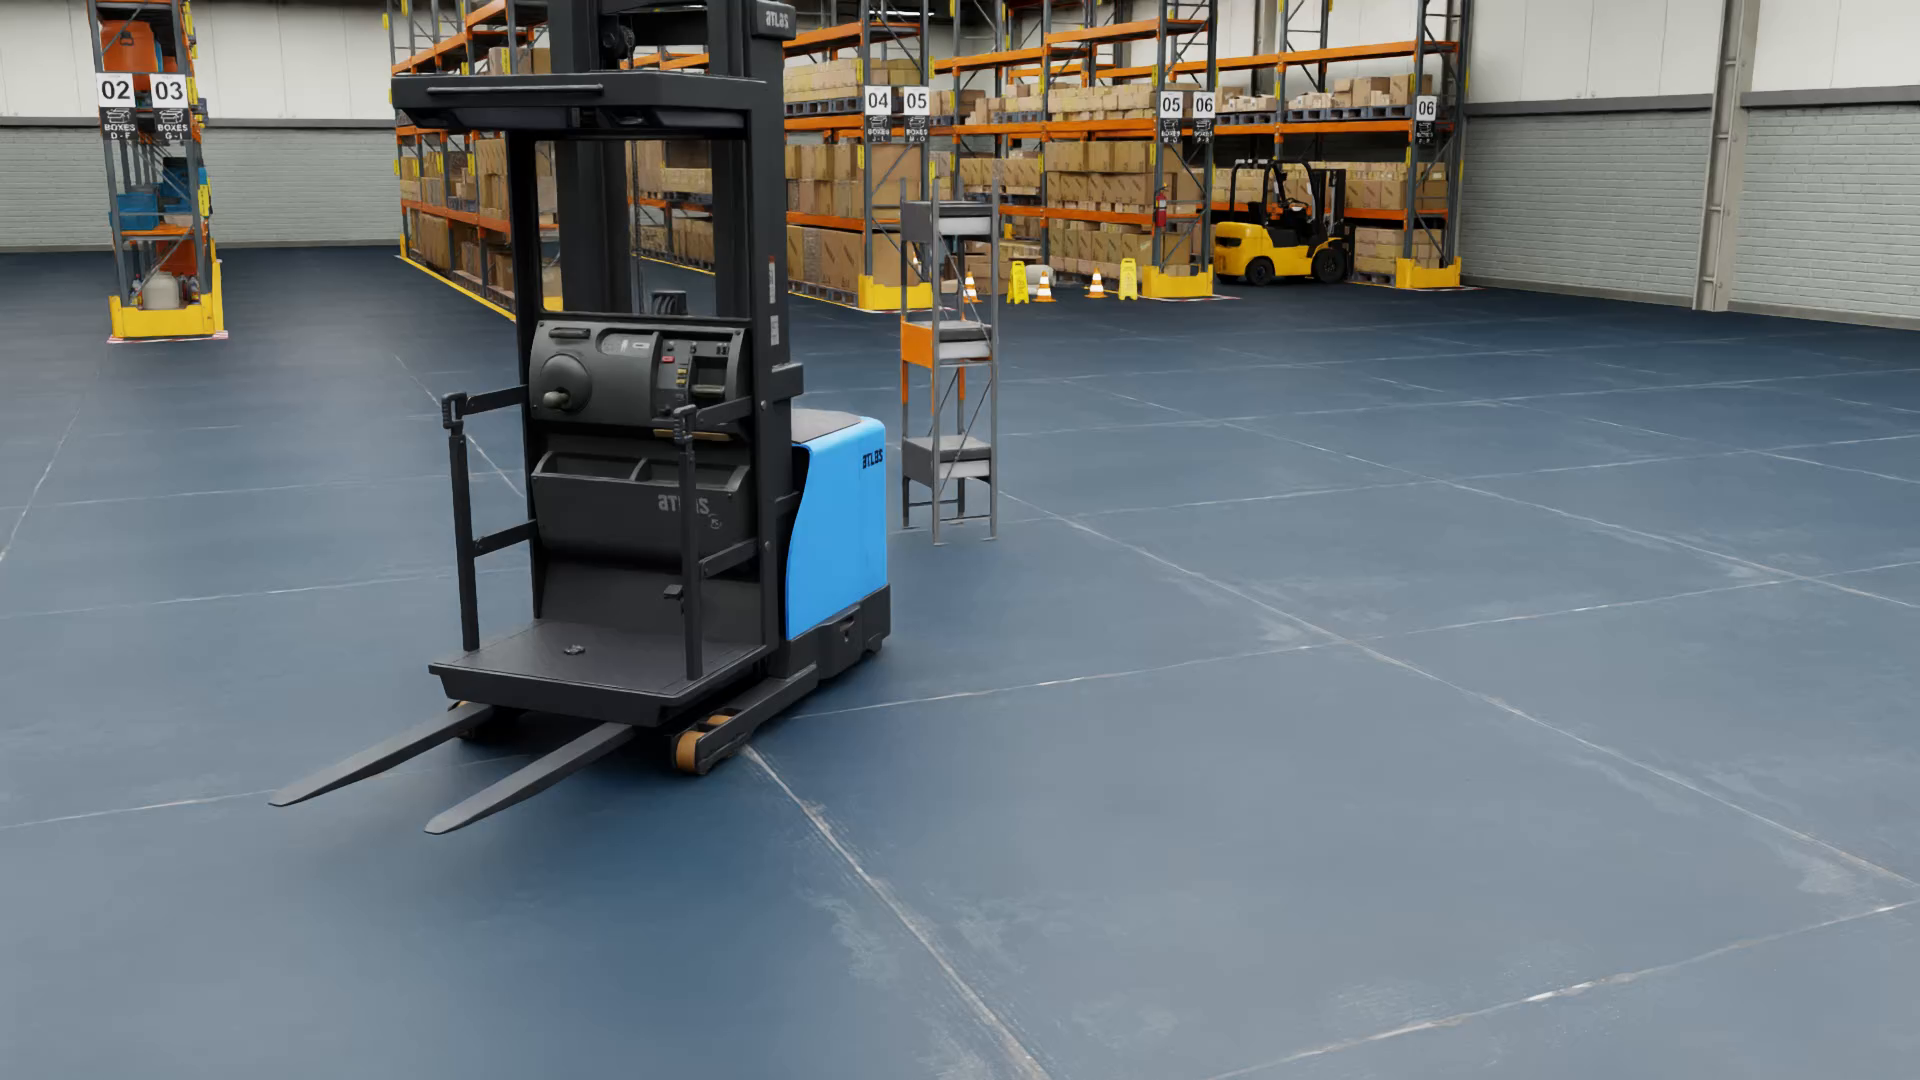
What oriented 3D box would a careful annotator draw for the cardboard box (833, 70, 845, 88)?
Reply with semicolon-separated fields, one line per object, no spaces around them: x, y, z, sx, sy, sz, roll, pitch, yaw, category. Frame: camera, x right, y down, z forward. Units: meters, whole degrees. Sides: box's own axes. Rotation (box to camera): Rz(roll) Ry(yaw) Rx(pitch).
-1.587;-6.911;24.947;0.500;0.250;0.500;-6;14;-23;cardboard box

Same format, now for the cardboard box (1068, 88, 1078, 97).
2.094;-7.710;28.665;0.380;0.149;0.250;-6;14;-23;cardboard box

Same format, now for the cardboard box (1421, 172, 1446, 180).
8.208;-6.321;28.868;0.380;0.149;0.250;-6;14;-24;cardboard box

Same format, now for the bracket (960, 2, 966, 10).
0.002;-15.026;46.855;0.235;0.232;0.430;-6;14;-23;bracket

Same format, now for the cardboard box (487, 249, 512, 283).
-7.349;-4.470;27.100;0.700;0.500;0.500;-7;15;-27;cardboard box

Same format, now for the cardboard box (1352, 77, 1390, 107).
7.387;-7.916;29.394;0.700;0.500;0.500;-6;14;-23;cardboard box

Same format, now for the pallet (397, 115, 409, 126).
-11.623;-9.090;36.037;1.003;0.211;1.213;-6;14;-23;pallet

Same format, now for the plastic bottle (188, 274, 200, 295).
-10.933;-3.608;23.705;0.144;0.351;0.185;-6;14;-23;plastic bottle

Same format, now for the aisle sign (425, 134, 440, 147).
-11.684;-9.133;36.911;0.394;0.787;0.004;-6;14;-23;aisle sign

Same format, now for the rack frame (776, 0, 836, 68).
-2.538;-8.695;27.480;1.000;3.000;0.127;-6;14;-23;rack frame

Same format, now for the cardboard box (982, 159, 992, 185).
0.757;-7.135;32.231;0.500;0.500;0.500;-5;14;-22;cardboard box

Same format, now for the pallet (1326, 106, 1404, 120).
7.354;-7.682;29.952;1.003;0.211;1.213;-6;14;-23;pallet

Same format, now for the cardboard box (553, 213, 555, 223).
-5.499;-4.530;23.347;0.380;0.149;0.250;-6;14;-23;cardboard box

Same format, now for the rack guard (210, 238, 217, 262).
-16.489;-6.163;35.389;1.175;0.500;0.348;-6;14;-23;rack guard

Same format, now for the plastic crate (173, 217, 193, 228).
-10.122;-4.157;21.762;0.298;0.136;0.250;-6;14;-23;plastic crate

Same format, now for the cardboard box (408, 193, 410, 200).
-11.472;-7.281;35.233;0.380;0.149;0.250;-6;14;-24;cardboard box

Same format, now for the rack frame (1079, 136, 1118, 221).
3.299;-8.342;39.261;1.000;3.000;0.127;-6;14;-23;rack frame

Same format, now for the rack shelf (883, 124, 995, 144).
-0.446;-8.591;35.278;1.077;0.370;4.000;-6;14;-23;rack shelf

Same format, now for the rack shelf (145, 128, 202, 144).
-15.667;-8.074;33.048;1.077;0.370;4.000;-6;14;-23;rack shelf

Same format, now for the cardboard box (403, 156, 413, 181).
-11.571;-7.928;35.482;0.500;0.500;0.500;-6;14;-24;cardboard box

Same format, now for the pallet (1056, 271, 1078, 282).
2.259;-4.746;29.907;1.003;0.211;1.213;-6;14;-23;pallet

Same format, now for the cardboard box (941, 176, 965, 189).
-0.072;-7.314;34.043;0.500;0.250;0.500;-6;14;-23;cardboard box

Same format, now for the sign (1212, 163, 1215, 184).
4.057;-5.884;26.722;0.100;0.325;0.005;-6;14;-23;sign

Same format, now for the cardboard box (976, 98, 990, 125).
0.726;-8.380;32.550;0.700;0.500;0.500;-6;14;-23;cardboard box

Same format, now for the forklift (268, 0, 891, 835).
-1.333;-0.667;6.250;1.130;2.935;3.031;5;14;21;forklift

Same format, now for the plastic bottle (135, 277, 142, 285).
-11.472;-3.490;23.197;0.144;0.351;0.185;-6;14;-23;plastic bottle

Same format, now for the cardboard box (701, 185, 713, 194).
-4.759;-6.741;31.969;0.380;0.149;0.250;-5;14;-22;cardboard box

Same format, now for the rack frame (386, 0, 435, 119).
-11.930;-10.747;36.347;1.000;3.000;0.127;-6;14;-23;rack frame

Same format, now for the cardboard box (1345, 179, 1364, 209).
7.264;-6.203;29.798;0.500;0.500;0.500;-6;14;-24;cardboard box

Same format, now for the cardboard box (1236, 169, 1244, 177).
5.720;-7.314;33.157;0.380;0.149;0.250;-6;14;-24;cardboard box

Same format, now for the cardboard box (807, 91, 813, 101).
-2.191;-6.995;26.194;0.380;0.149;0.250;-6;14;-23;cardboard box

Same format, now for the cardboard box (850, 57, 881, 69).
-1.381;-6.965;24.296;0.380;0.149;0.250;-5;14;-22;cardboard box

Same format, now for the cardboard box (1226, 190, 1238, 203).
5.685;-6.905;33.386;0.500;0.250;0.500;-6;14;-23;cardboard box

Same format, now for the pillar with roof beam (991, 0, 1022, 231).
-2.502;-12.341;43.233;9.100;9.000;0.548;-6;14;-23;pillar with roof beam

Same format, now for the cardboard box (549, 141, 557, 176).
-5.491;-5.337;23.180;0.500;0.500;0.500;-6;14;-23;cardboard box

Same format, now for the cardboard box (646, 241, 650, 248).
-6.796;-6.611;37.175;0.380;0.149;0.250;-6;14;-23;cardboard box

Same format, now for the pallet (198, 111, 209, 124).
-14.462;-7.767;30.541;1.213;0.211;1.003;-6;14;-23;pallet

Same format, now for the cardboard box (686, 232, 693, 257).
-5.253;-6.019;33.835;0.500;0.500;0.500;-5;14;-22;cardboard box

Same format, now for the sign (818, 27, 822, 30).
-3.360;-12.125;39.880;0.100;0.325;0.005;-6;14;-23;sign

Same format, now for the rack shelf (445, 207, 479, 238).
-7.924;-5.408;28.178;1.077;0.370;4.000;-6;14;-23;rack shelf

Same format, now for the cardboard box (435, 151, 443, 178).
-9.536;-7.134;31.595;0.797;0.503;0.637;-5;14;-21;cardboard box

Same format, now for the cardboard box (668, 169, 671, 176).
-5.788;-7.564;34.204;0.380;0.149;0.250;-5;14;-22;cardboard box

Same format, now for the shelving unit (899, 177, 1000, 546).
-0.066;-1.057;9.781;0.431;2.100;0.503;-6;14;-23;shelving unit

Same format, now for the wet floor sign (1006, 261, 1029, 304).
0.891;-3.971;25.598;0.267;0.644;0.232;-9;16;-33;wet floor sign

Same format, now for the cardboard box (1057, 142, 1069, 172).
2.120;-6.703;29.079;0.700;0.500;0.500;-6;14;-23;cardboard box

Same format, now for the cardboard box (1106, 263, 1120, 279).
2.789;-4.529;27.953;0.500;0.250;0.500;-6;14;-23;cardboard box

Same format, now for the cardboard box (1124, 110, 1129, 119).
2.915;-6.966;27.219;0.380;0.149;0.250;-6;14;-23;cardboard box

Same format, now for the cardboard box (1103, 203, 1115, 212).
2.638;-5.607;28.001;0.380;0.149;0.250;-6;14;-24;cardboard box

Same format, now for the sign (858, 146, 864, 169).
-1.438;-5.579;24.229;0.100;0.325;0.005;-6;14;-23;sign

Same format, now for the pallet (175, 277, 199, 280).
-12.988;-4.202;27.557;1.003;0.211;1.213;-6;14;-23;pallet

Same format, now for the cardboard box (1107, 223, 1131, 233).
2.694;-5.224;27.854;0.380;0.149;0.250;-5;14;-22;cardboard box

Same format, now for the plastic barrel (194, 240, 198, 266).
-14.380;-5.472;30.585;0.600;0.901;0.708;-6;14;-23;plastic barrel

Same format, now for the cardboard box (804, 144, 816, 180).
-2.004;-6.065;26.694;0.875;0.550;0.550;-6;14;-23;cardboard box
